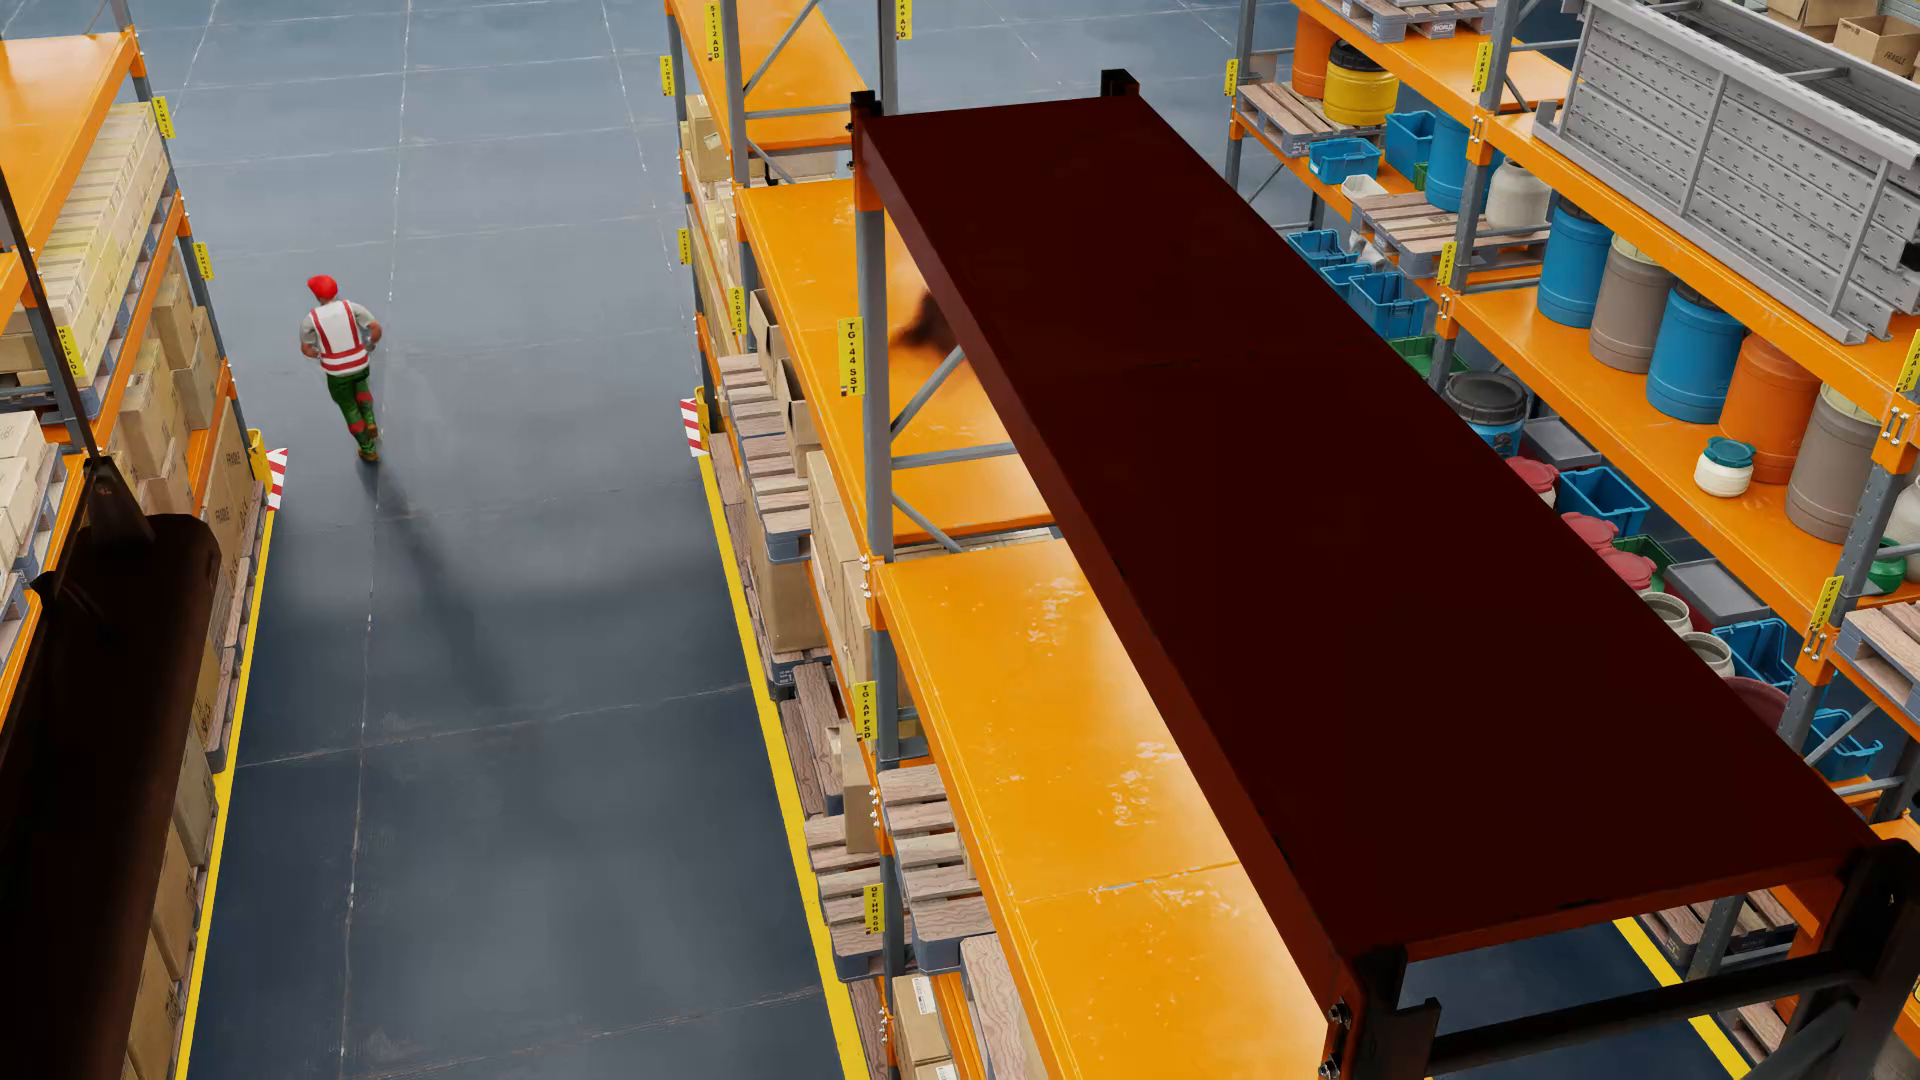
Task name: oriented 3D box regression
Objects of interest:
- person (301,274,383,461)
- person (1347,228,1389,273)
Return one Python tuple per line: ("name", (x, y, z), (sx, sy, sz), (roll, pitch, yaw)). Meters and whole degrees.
("person", (-5.460, -1.550, 14.792), (0.674, 1.762, 0.528), (-20, 39, -27))
("person", (4.099, -2.928, 16.835), (0.713, 1.714, 0.598), (-21, 40, -28))
